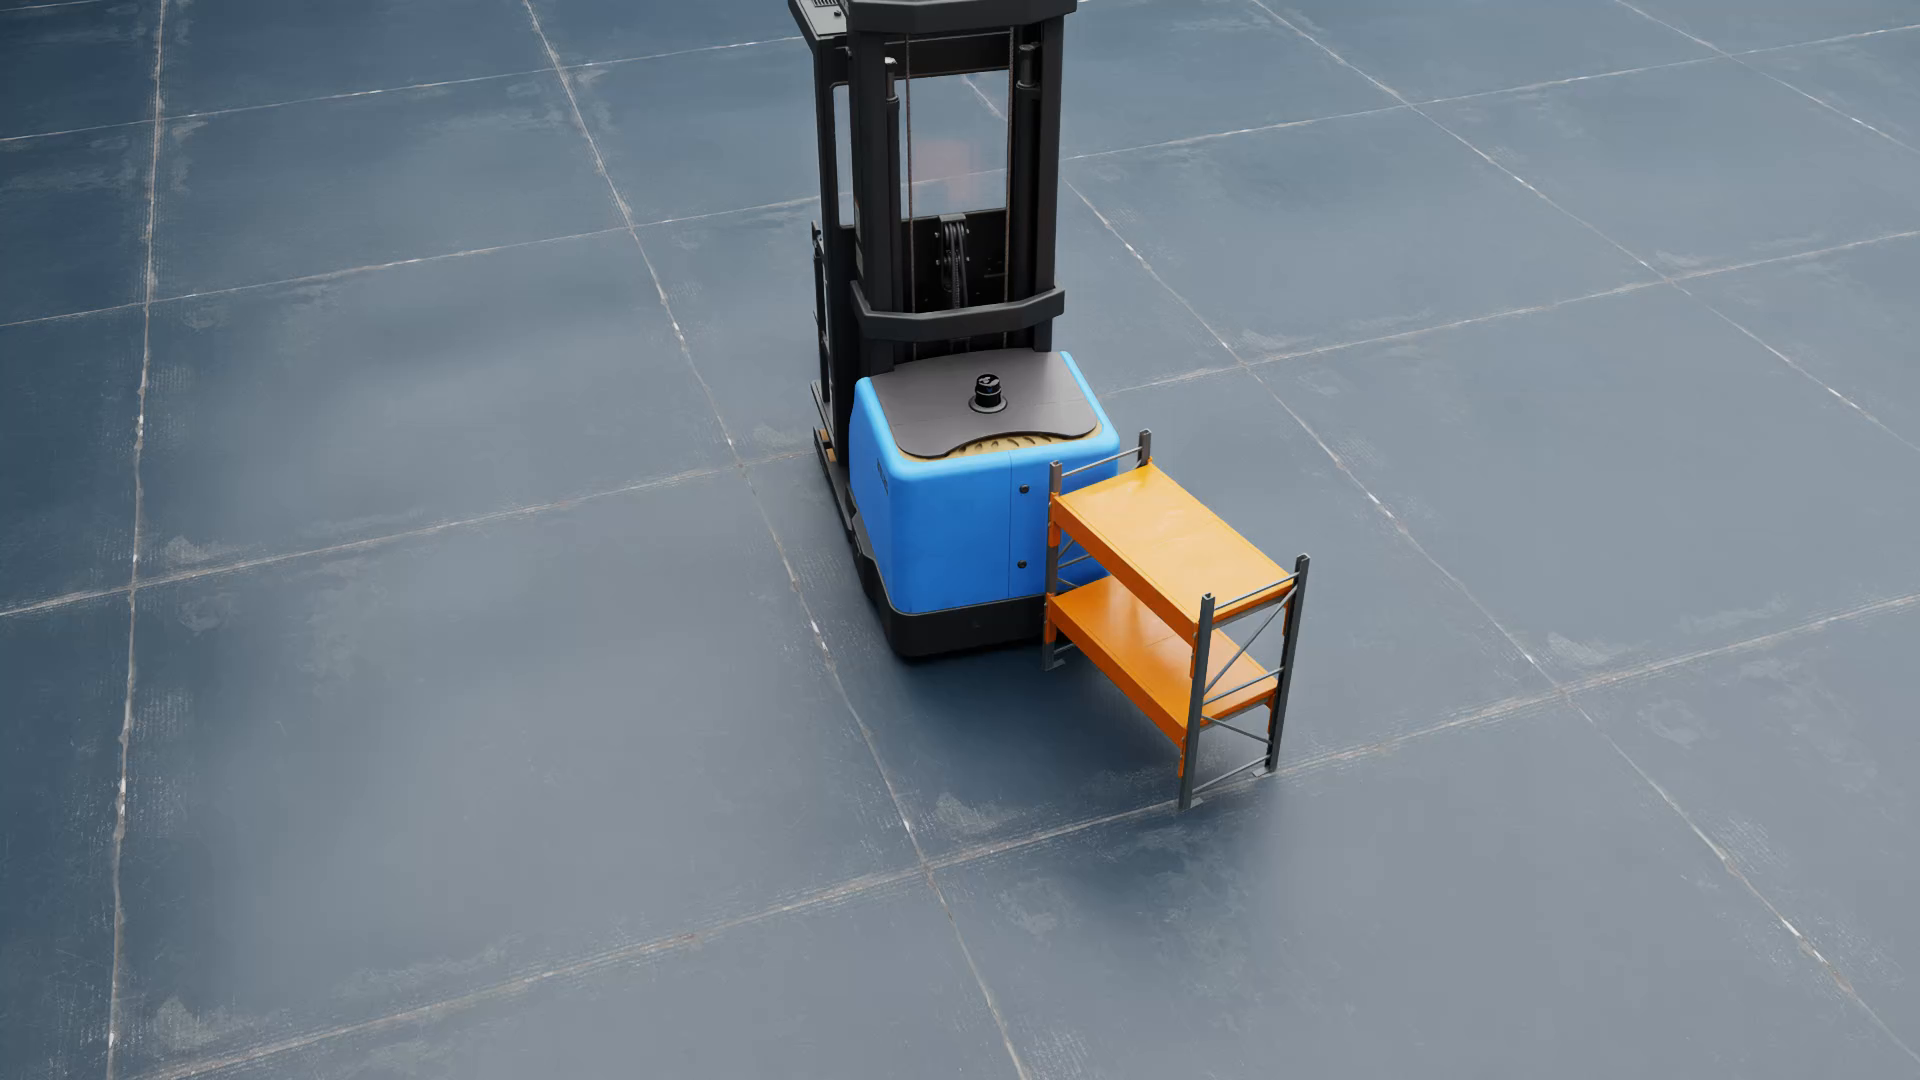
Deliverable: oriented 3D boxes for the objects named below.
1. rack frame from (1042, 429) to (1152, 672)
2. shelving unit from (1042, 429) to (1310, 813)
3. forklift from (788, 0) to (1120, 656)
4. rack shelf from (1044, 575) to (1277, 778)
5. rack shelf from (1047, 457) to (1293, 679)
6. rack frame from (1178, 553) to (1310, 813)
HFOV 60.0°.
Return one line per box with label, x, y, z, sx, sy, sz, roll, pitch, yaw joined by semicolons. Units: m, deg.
rack frame;0.592;0.061;7.294;0.500;1.125;0.032;-20;41;-24
shelving unit;0.855;0.323;6.947;0.538;1.125;1.048;-20;41;-24
forklift;-0.154;-1.534;7.911;1.130;2.935;3.031;-9;38;-11
rack shelf;0.855;0.518;7.094;0.538;0.278;1.000;-20;41;-24
rack shelf;0.855;0.089;6.771;0.538;0.278;1.000;-20;41;-24
rack frame;1.118;0.585;6.599;0.500;1.125;0.032;-20;41;-24
